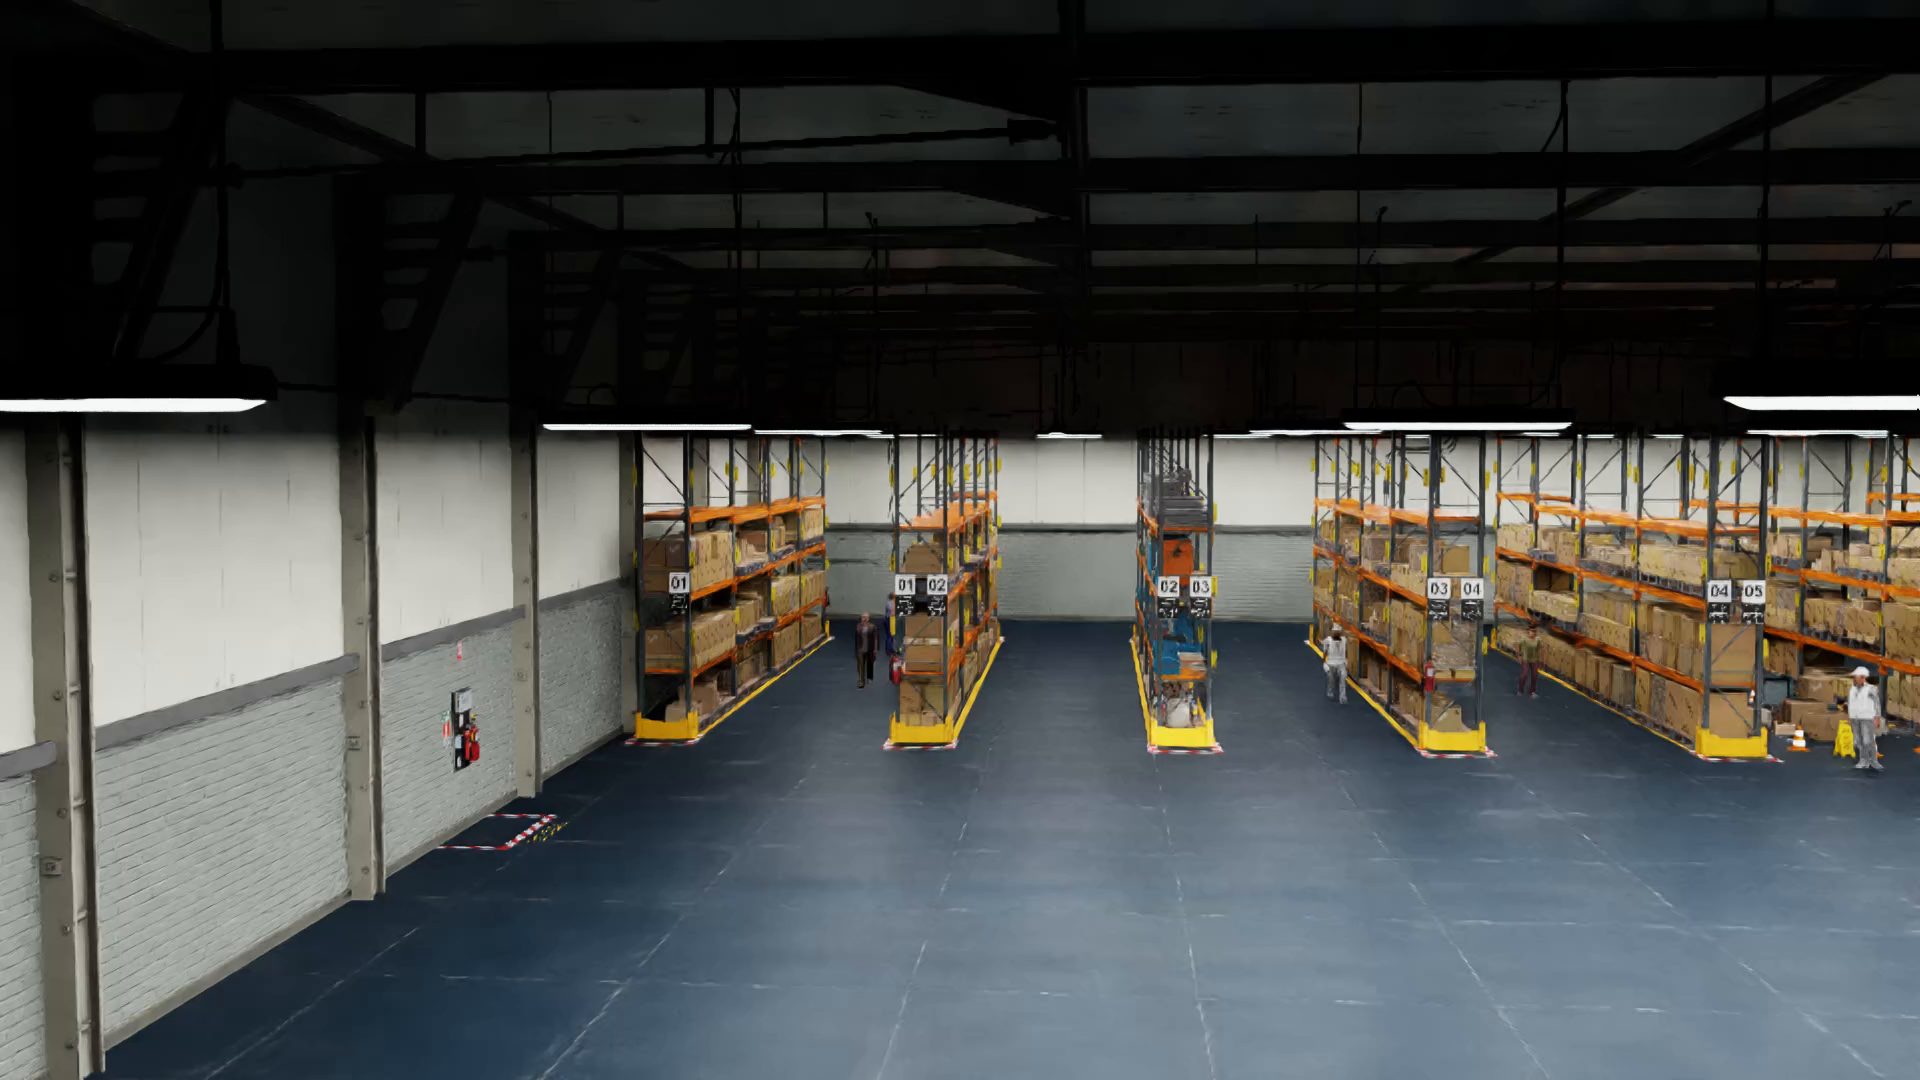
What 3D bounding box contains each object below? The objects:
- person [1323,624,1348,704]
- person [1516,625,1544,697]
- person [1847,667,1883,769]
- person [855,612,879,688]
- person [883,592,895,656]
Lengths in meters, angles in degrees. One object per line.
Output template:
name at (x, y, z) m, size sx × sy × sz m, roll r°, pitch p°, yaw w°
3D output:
person at (8.194, 2.678, 36.241) m, size 0.566 × 1.706 × 1.122 m, roll 0°, pitch 3°, yaw 8°
person at (12.701, 2.693, 37.075) m, size 0.598 × 1.619 × 0.506 m, roll 0°, pitch 3°, yaw 4°
person at (15.737, 3.089, 28.926) m, size 0.399 × 1.767 × 0.643 m, roll -2°, pitch 4°, yaw -26°
person at (-2.171, 2.579, 38.607) m, size 0.600 × 1.640 × 1.111 m, roll 0°, pitch 3°, yaw 4°
person at (-1.808, 2.225, 44.318) m, size 0.445 × 1.657 × 0.577 m, roll -1°, pitch 4°, yaw -21°
